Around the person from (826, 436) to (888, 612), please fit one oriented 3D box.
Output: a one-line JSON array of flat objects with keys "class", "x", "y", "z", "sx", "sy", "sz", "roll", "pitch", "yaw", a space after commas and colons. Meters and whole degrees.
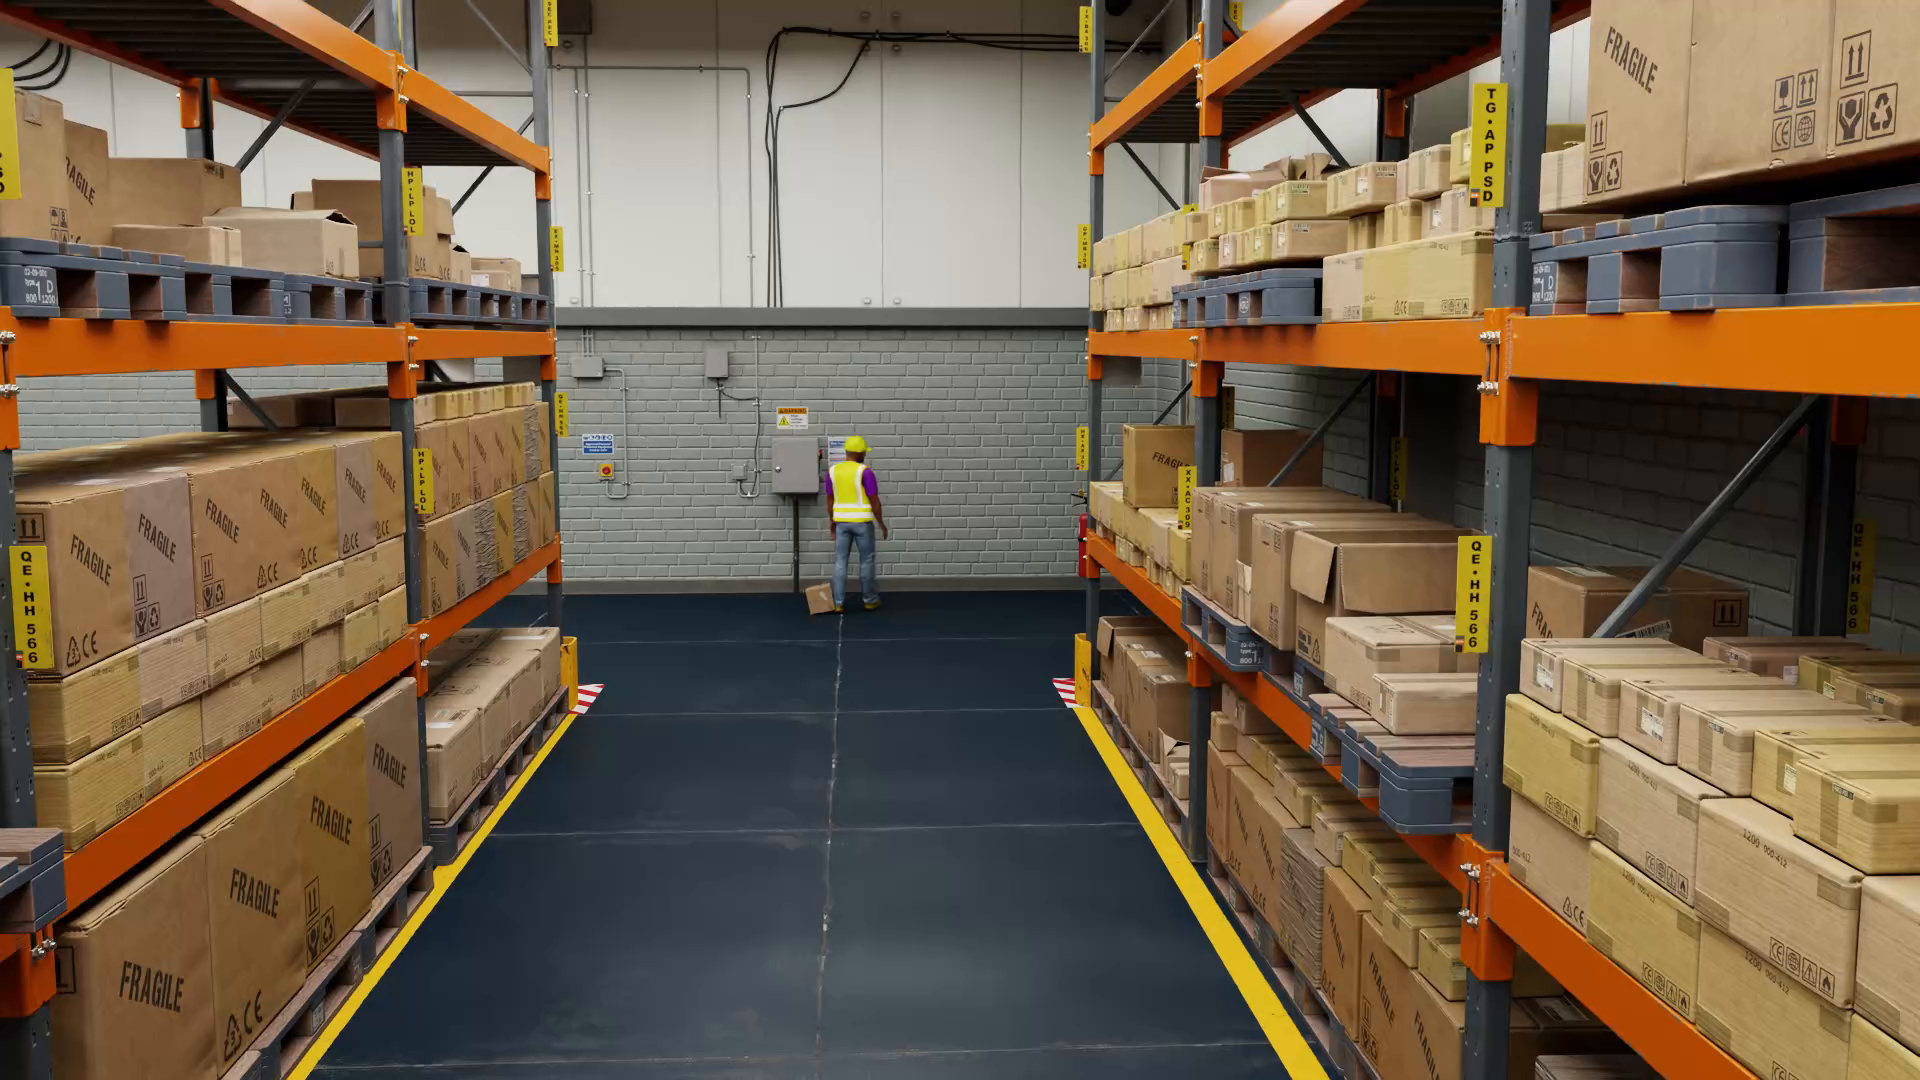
[{"class": "person", "x": -1.032, "y": -0.172, "z": 16.875, "sx": 0.654, "sy": 1.763, "sz": 0.570, "roll": 3, "pitch": 7, "yaw": 21}]
